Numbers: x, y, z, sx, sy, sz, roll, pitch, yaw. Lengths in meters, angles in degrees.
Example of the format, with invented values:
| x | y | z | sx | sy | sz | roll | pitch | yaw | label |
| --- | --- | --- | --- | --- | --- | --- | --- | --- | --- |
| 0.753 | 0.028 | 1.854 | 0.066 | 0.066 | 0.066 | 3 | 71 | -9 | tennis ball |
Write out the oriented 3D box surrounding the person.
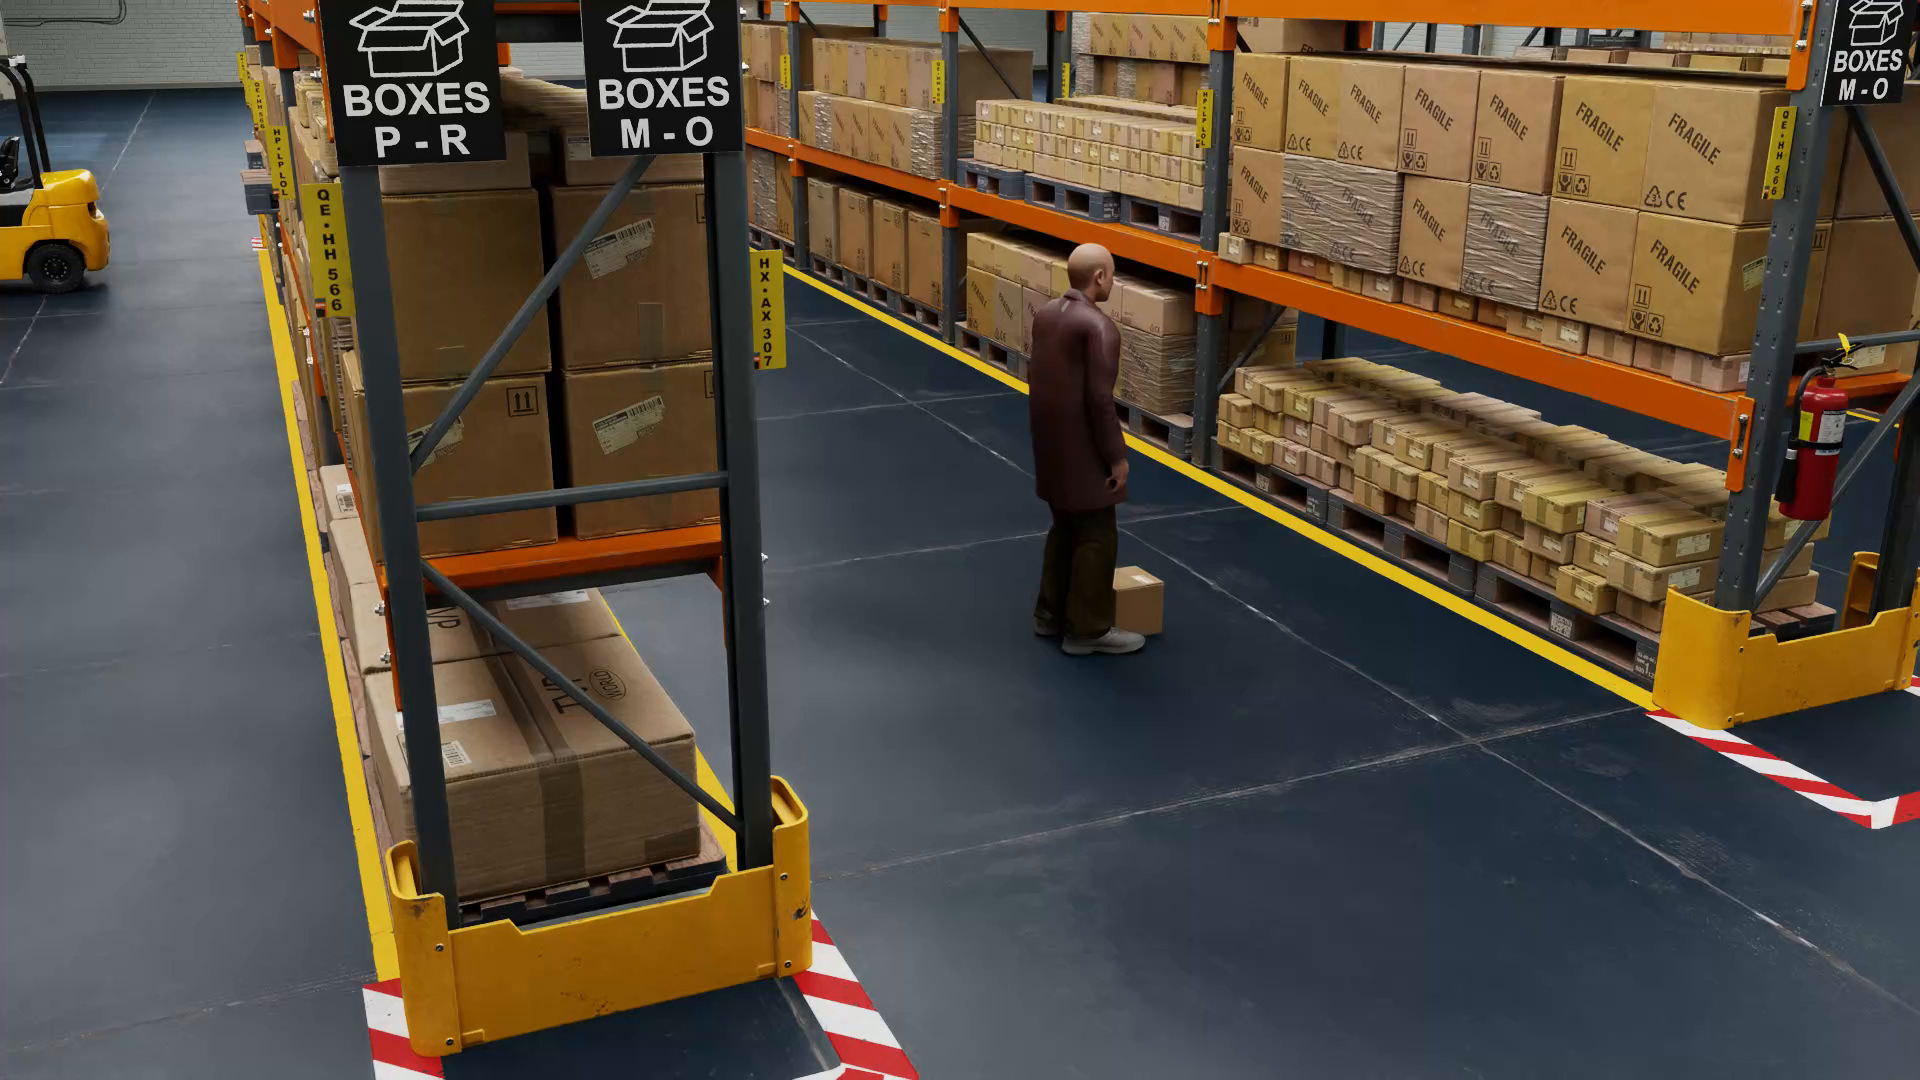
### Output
| x | y | z | sx | sy | sz | roll | pitch | yaw | label |
| --- | --- | --- | --- | --- | --- | --- | --- | --- | --- |
| 0.523 | -0.405 | 7.291 | 0.428 | 1.773 | 0.650 | -9 | 21 | -25 | person |
